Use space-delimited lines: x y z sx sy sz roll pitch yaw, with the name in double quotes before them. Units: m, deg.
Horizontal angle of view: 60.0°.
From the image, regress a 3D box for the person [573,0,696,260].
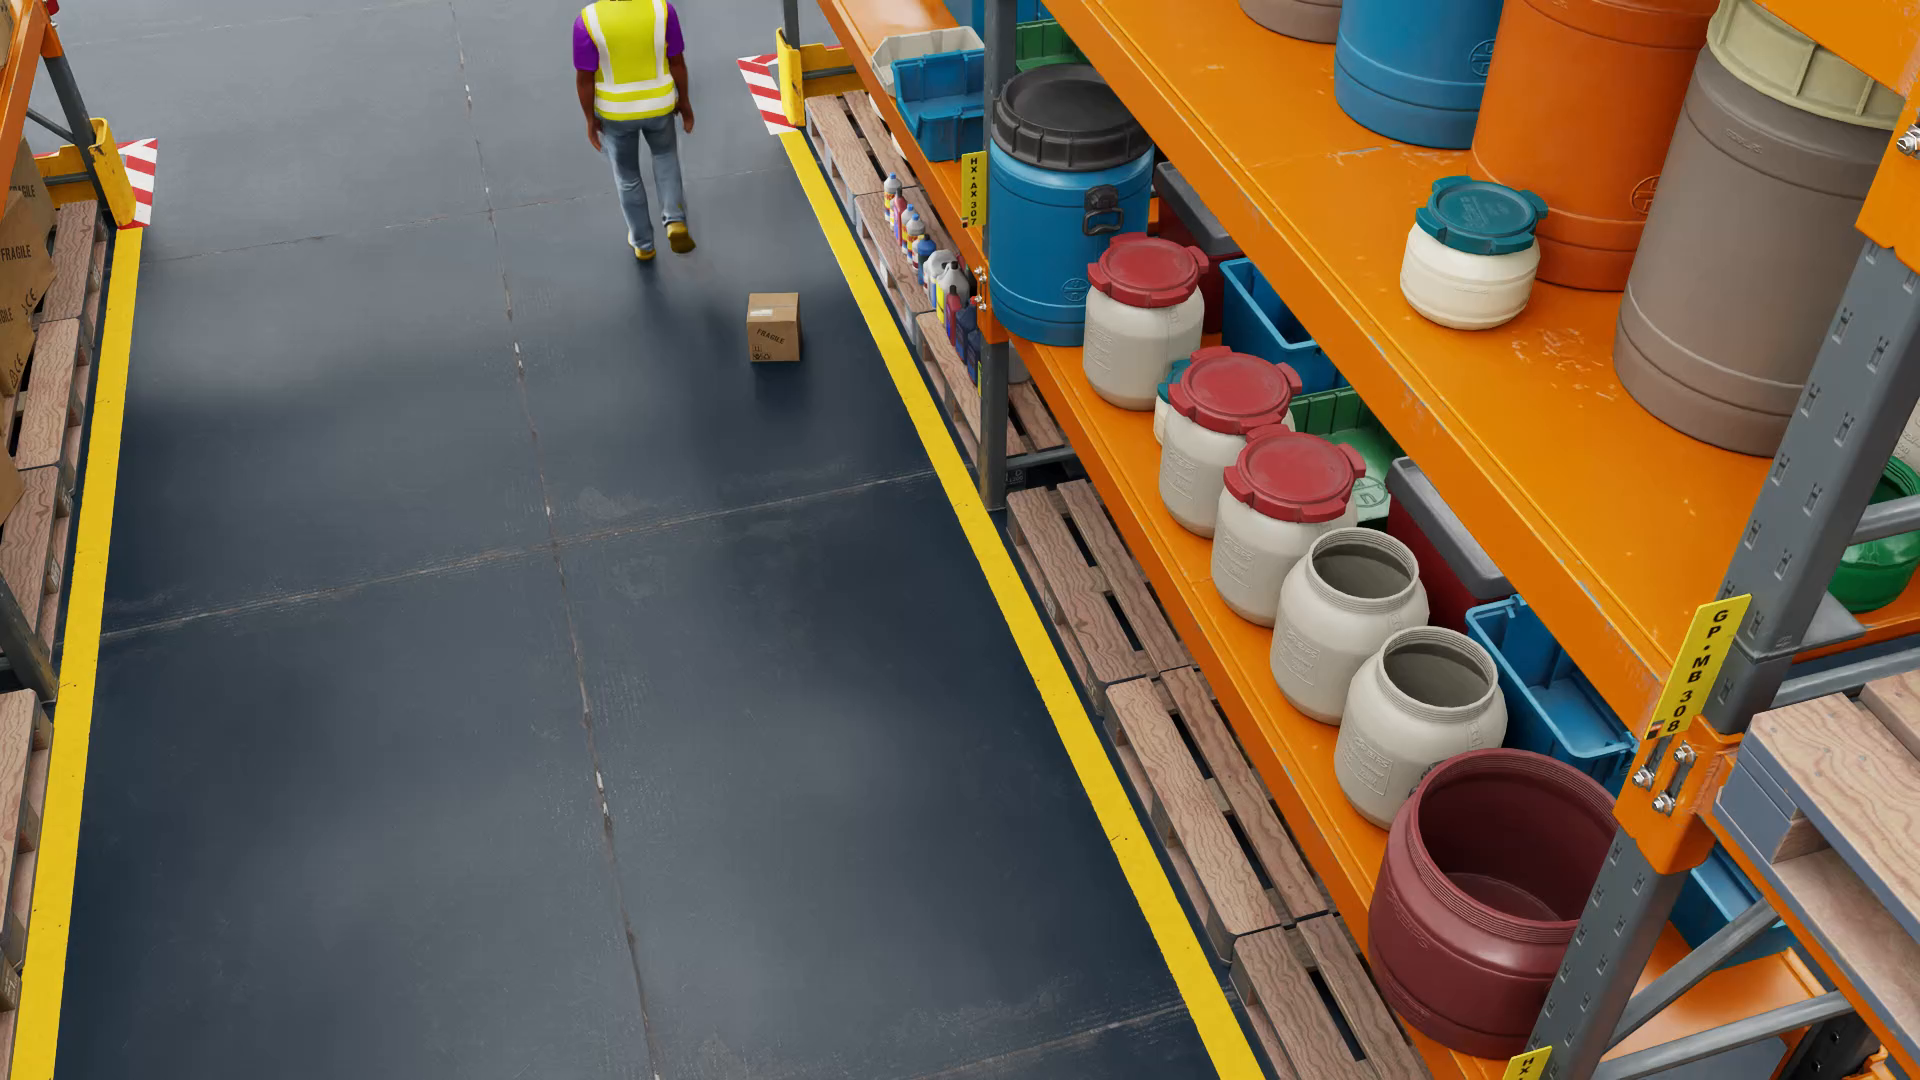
"person" -1.668 -2.233 8.580 0.573 1.756 0.517 -15 44 -16
